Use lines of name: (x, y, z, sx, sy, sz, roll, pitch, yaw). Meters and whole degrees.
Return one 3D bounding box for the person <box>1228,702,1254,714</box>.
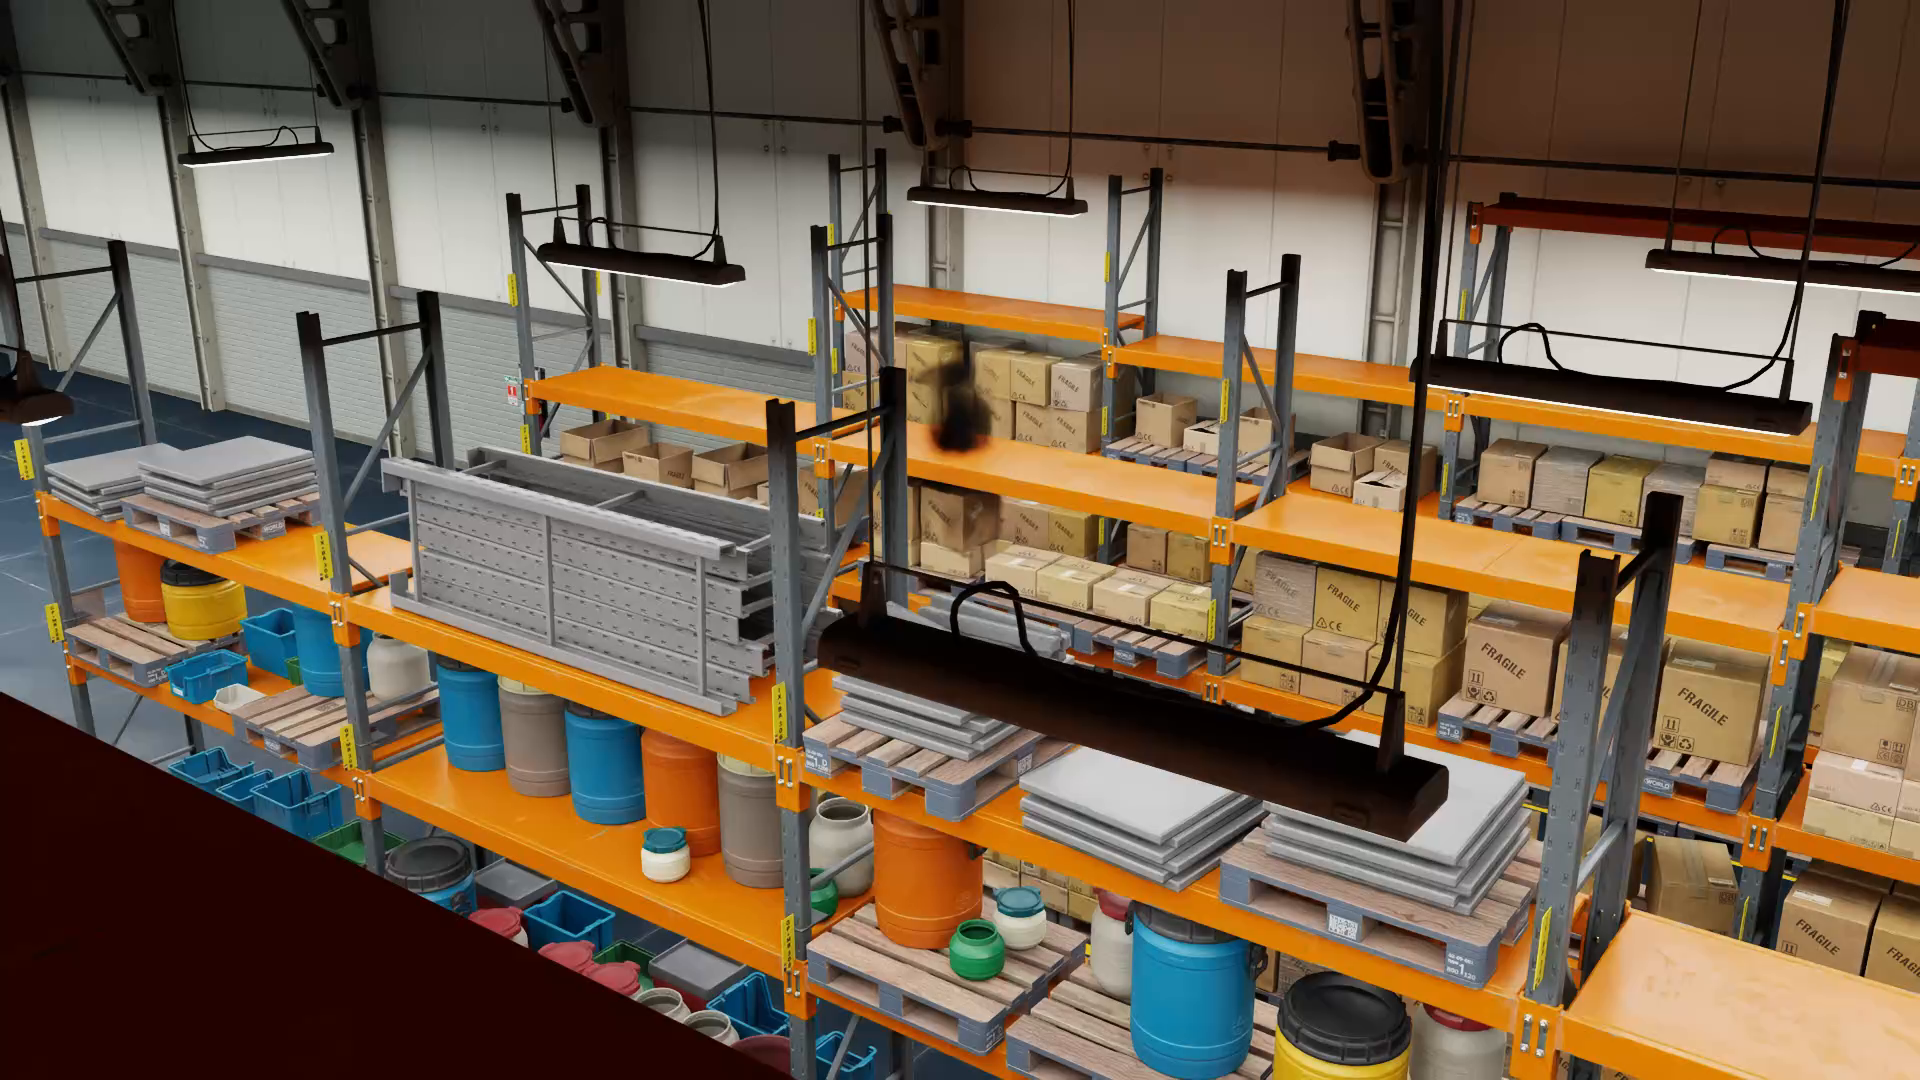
person: (2.628, 2.277, 15.707, 0.728, 1.743, 0.572, 12, 22, 32)
